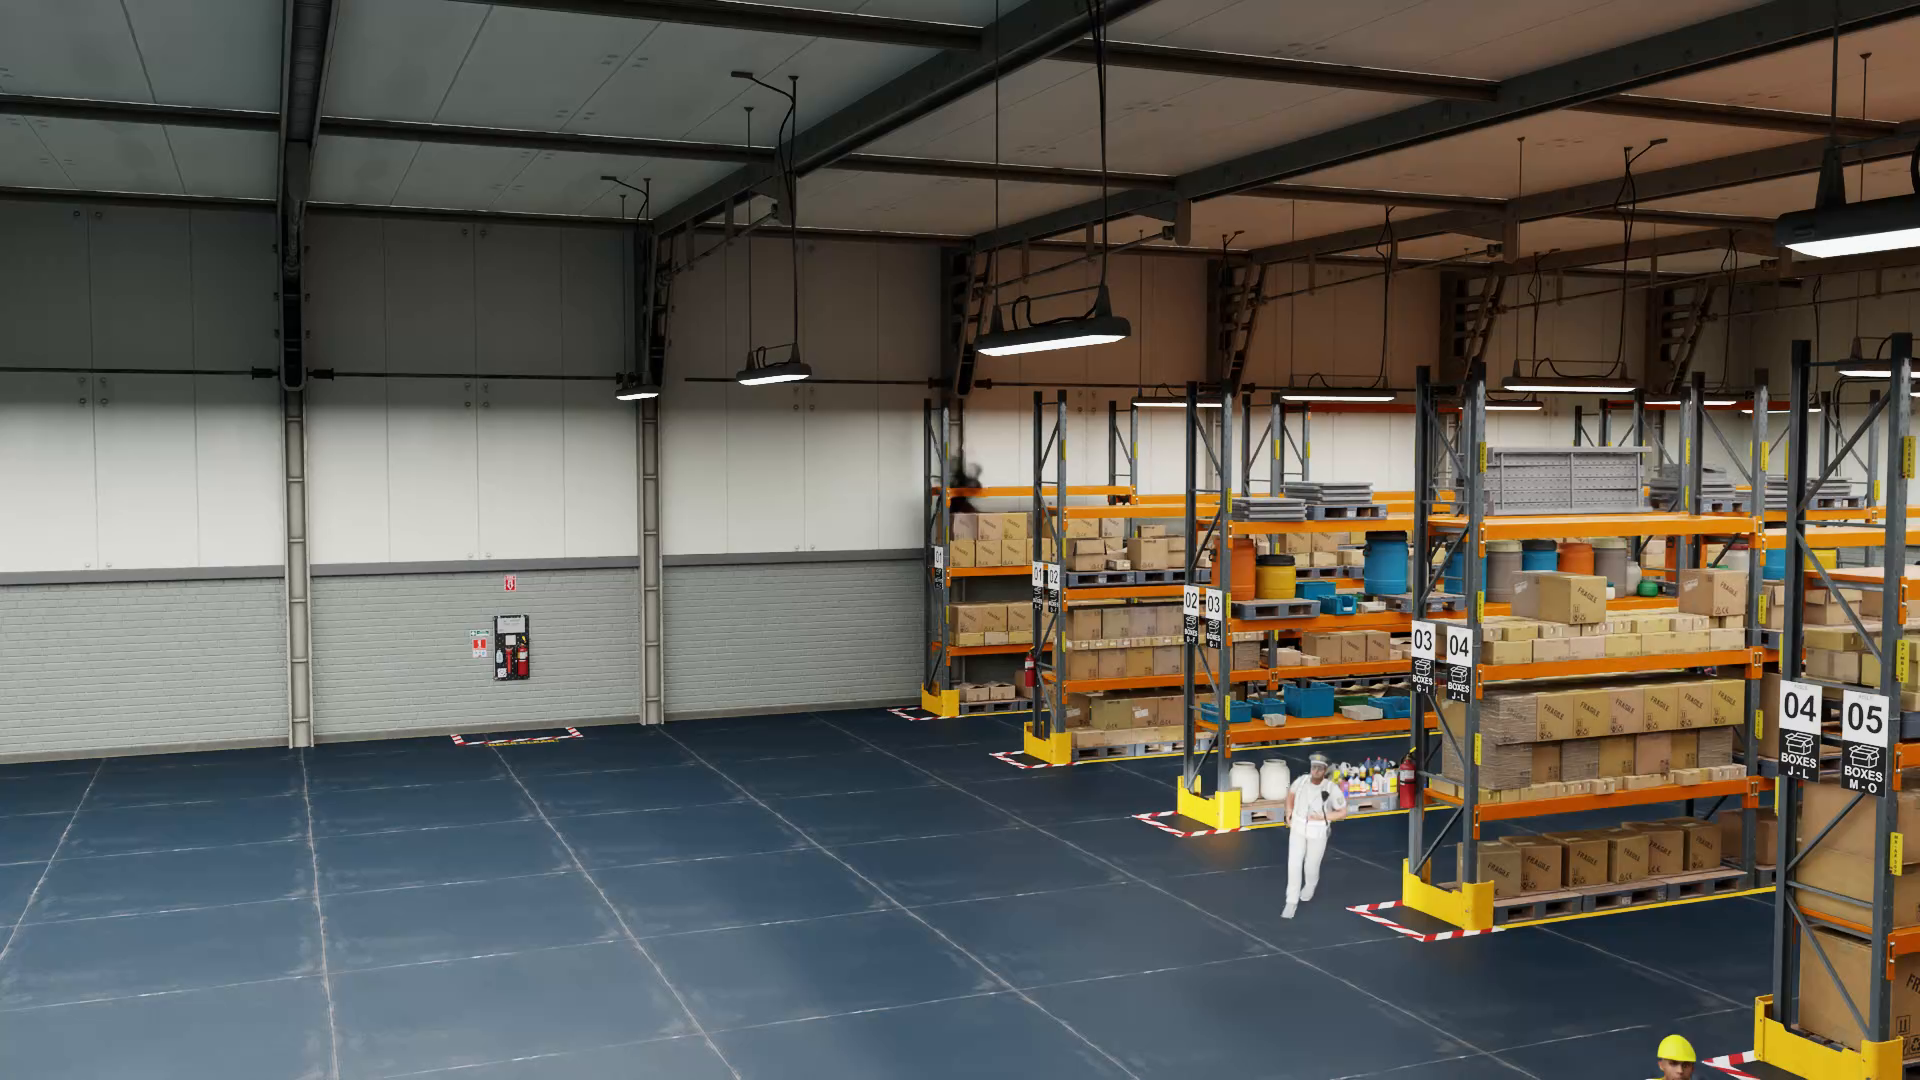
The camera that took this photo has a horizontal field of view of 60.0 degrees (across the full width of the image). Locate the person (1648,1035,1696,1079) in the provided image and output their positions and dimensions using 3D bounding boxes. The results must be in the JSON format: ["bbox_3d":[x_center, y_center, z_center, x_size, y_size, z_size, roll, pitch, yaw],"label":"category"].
[{"bbox_3d":[4.095,3.705,9.529,0.712,1.744,0.961,1,3,14],"label":"person"}]

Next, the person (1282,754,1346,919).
[{"bbox_3d":[3.912,3.222,18.324,0.695,1.780,0.911,2,4,25],"label":"person"}]
